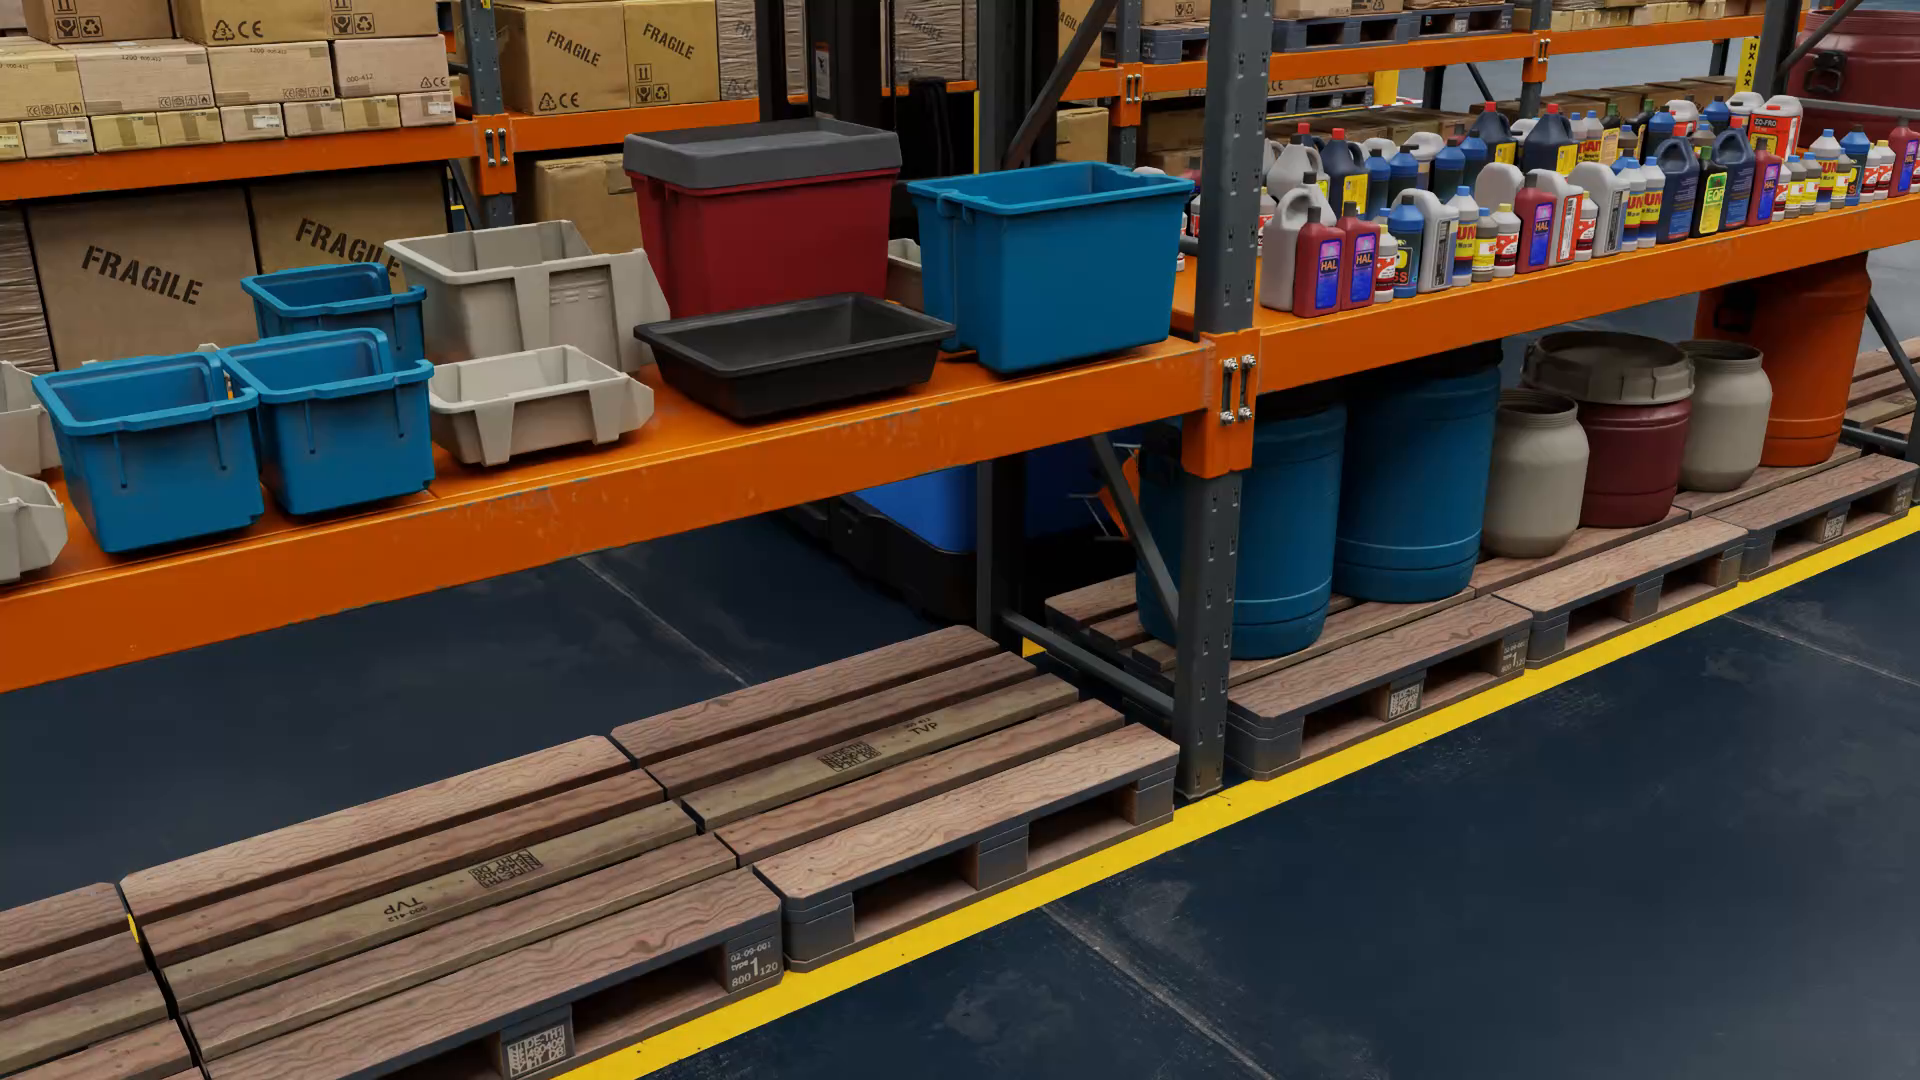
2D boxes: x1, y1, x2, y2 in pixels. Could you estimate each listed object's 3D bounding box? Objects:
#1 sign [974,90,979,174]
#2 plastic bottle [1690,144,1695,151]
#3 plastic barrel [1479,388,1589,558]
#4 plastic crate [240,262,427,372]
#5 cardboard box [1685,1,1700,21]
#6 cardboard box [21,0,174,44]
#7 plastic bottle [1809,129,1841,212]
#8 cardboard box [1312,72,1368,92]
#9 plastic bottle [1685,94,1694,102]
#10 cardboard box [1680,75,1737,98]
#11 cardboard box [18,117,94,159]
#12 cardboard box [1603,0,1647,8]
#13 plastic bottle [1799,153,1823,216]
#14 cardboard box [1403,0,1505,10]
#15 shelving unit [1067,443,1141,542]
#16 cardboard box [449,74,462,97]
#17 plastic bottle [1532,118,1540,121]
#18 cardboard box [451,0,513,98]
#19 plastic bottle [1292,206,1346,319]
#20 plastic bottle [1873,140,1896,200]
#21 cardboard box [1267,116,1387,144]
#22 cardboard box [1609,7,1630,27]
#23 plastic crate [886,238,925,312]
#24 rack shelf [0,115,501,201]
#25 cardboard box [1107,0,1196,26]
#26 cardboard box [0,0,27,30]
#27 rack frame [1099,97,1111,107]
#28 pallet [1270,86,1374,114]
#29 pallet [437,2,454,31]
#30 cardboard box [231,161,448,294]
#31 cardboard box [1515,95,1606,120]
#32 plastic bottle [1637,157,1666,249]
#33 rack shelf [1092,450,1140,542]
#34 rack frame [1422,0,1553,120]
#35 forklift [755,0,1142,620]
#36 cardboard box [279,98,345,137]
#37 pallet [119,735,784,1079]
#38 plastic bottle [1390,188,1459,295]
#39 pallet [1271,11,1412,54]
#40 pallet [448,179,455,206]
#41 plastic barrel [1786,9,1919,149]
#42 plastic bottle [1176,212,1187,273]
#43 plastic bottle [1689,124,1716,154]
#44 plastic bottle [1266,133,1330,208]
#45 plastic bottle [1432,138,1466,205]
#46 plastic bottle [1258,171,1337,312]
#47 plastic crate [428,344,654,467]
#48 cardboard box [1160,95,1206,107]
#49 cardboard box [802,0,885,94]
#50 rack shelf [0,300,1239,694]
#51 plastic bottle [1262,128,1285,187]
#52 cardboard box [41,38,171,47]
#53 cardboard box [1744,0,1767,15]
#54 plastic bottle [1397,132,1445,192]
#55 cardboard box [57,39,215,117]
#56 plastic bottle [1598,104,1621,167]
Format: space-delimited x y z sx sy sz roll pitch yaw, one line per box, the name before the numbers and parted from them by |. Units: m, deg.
sign | 0.071 -1.125 4.796 0.005 0.325 0.100 -15 26 -33
plastic bottle | 2.337 -1.129 5.335 0.133 0.283 0.061 -15 26 -33
plastic barrel | 1.928 -0.232 5.720 0.421 0.512 0.421 0 22 0
plastic crate | -1.338 -0.437 3.589 0.300 0.233 0.416 -15 26 -33
cardboard box | 5.729 -4.289 13.435 0.250 0.149 0.380 -15 26 -33
cardboard box | -3.863 -2.493 7.385 0.500 0.500 0.500 -16 27 -34
plastic bottle | 2.951 -1.267 5.699 0.097 0.271 0.097 0 22 0
cardboard box | 3.913 -5.474 18.368 0.875 0.875 0.875 -15 26 -33
plastic bottle | 2.805 -1.589 6.488 0.133 0.283 0.061 -15 26 -33
cardboard box | 6.723 -3.822 14.734 0.500 0.500 0.500 -10 24 -23
cardboard box | -3.808 -1.707 6.965 0.250 0.149 0.380 -14 26 -32
cardboard box | 4.820 -4.414 12.874 0.500 0.500 0.875 -15 26 -33
plastic bottle | 2.872 -1.214 5.659 0.097 0.201 0.097 0 22 0
cardboard box | 3.266 -4.397 11.991 1.000 1.000 1.000 -15 26 -33
shelving unit | 0.837 -0.145 5.687 1.050 0.252 0.215 1 49 -44
cardboard box | -4.131 -3.414 12.699 0.500 0.250 0.500 -14 26 -31
plastic bottle | 2.051 -1.374 5.965 0.097 0.271 0.097 0 22 0
cardboard box | -2.281 -2.551 8.607 0.500 0.500 0.500 -15 26 -33
plastic bottle | 0.938 -0.728 4.331 0.133 0.283 0.061 -15 26 -33
plastic bottle | 3.267 -1.319 5.923 0.097 0.201 0.097 0 22 0
cardboard box | 2.629 -2.751 12.022 0.500 0.500 0.700 -18 28 -37
cardboard box | 4.937 -4.062 12.867 0.250 0.149 0.380 -15 26 -33
plastic crate | -0.070 -0.679 4.325 0.243 0.136 0.396 -15 26 -33
rack shelf | -4.125 -1.554 7.214 4.000 0.370 1.077 -15 26 -33
cardboard box | 1.161 -3.557 10.562 0.500 0.500 0.500 -19 29 -39
cardboard box | -6.370 -3.611 10.861 0.500 0.500 0.500 -15 26 -33
rack frame | 1.178 -5.567 16.300 0.127 3.000 1.000 -15 26 -33
pallet | 3.821 -4.941 18.493 1.213 0.211 1.003 -15 26 -33
pallet | -3.652 -4.171 13.061 1.213 0.211 1.003 -15 26 -33
cardboard box | -3.084 -1.411 8.184 0.875 0.875 0.875 -15 26 -33
cardboard box | 4.801 -3.288 13.394 0.500 0.500 0.500 -7 23 -16
plastic bottle | 2.118 -1.045 5.142 0.097 0.271 0.097 0 22 0
rack shelf | 0.641 -0.149 5.497 0.259 0.240 0.215 1 49 -44
rack frame | 3.993 -4.053 12.505 0.127 3.000 1.000 -15 26 -33
forklift | -0.360 -1.594 6.435 1.130 2.935 3.031 -12 25 -28
cardboard box | -2.975 -1.929 7.521 0.250 0.149 0.380 -15 26 -34
pallet | -1.174 0.901 3.855 1.213 0.211 1.003 -15 26 -33
plastic bottle | 1.286 -0.838 4.617 0.135 0.276 0.152 -15 26 -33
pallet | 2.329 -3.539 11.476 1.213 0.211 1.003 -15 26 -33
pallet | -4.685 -2.709 12.900 1.213 0.211 1.003 -15 26 -33
plastic barrel | 3.838 -1.952 7.056 0.708 0.536 0.600 -15 26 -33
plastic bottle | 0.610 -0.888 4.842 0.097 0.201 0.097 0 22 0
plastic bottle | 2.811 -1.474 6.312 0.097 0.201 0.097 0 22 0
plastic bottle | 1.030 -1.062 5.077 0.185 0.351 0.144 -15 26 -33
plastic bottle | 1.614 -1.188 5.500 0.097 0.271 0.097 0 22 0
plastic bottle | 0.899 -0.796 4.409 0.185 0.351 0.144 -15 26 -33
plastic crate | -0.847 -0.269 3.298 0.466 0.136 0.293 -15 26 -33
cardboard box | 1.697 -2.850 11.260 0.500 0.250 0.500 -12 25 -27
cardboard box | -0.752 -2.723 9.037 0.500 0.500 0.500 -14 26 -32
rack shelf | -1.232 -0.064 3.480 4.000 0.370 1.077 -15 26 -33
plastic bottle | 0.946 -1.106 5.186 0.185 0.351 0.144 -15 26 -33
cardboard box | -3.860 -2.147 7.530 0.500 0.250 0.500 -14 26 -32
cardboard box | 6.541 -4.505 13.978 0.250 0.149 0.380 -15 26 -33
plastic bottle | 1.526 -1.224 5.583 0.135 0.276 0.152 -15 26 -33
cardboard box | -3.539 -1.992 7.142 0.500 0.250 0.500 -14 26 -32
plastic bottle | 2.400 -1.481 6.218 0.133 0.283 0.061 -15 26 -33
